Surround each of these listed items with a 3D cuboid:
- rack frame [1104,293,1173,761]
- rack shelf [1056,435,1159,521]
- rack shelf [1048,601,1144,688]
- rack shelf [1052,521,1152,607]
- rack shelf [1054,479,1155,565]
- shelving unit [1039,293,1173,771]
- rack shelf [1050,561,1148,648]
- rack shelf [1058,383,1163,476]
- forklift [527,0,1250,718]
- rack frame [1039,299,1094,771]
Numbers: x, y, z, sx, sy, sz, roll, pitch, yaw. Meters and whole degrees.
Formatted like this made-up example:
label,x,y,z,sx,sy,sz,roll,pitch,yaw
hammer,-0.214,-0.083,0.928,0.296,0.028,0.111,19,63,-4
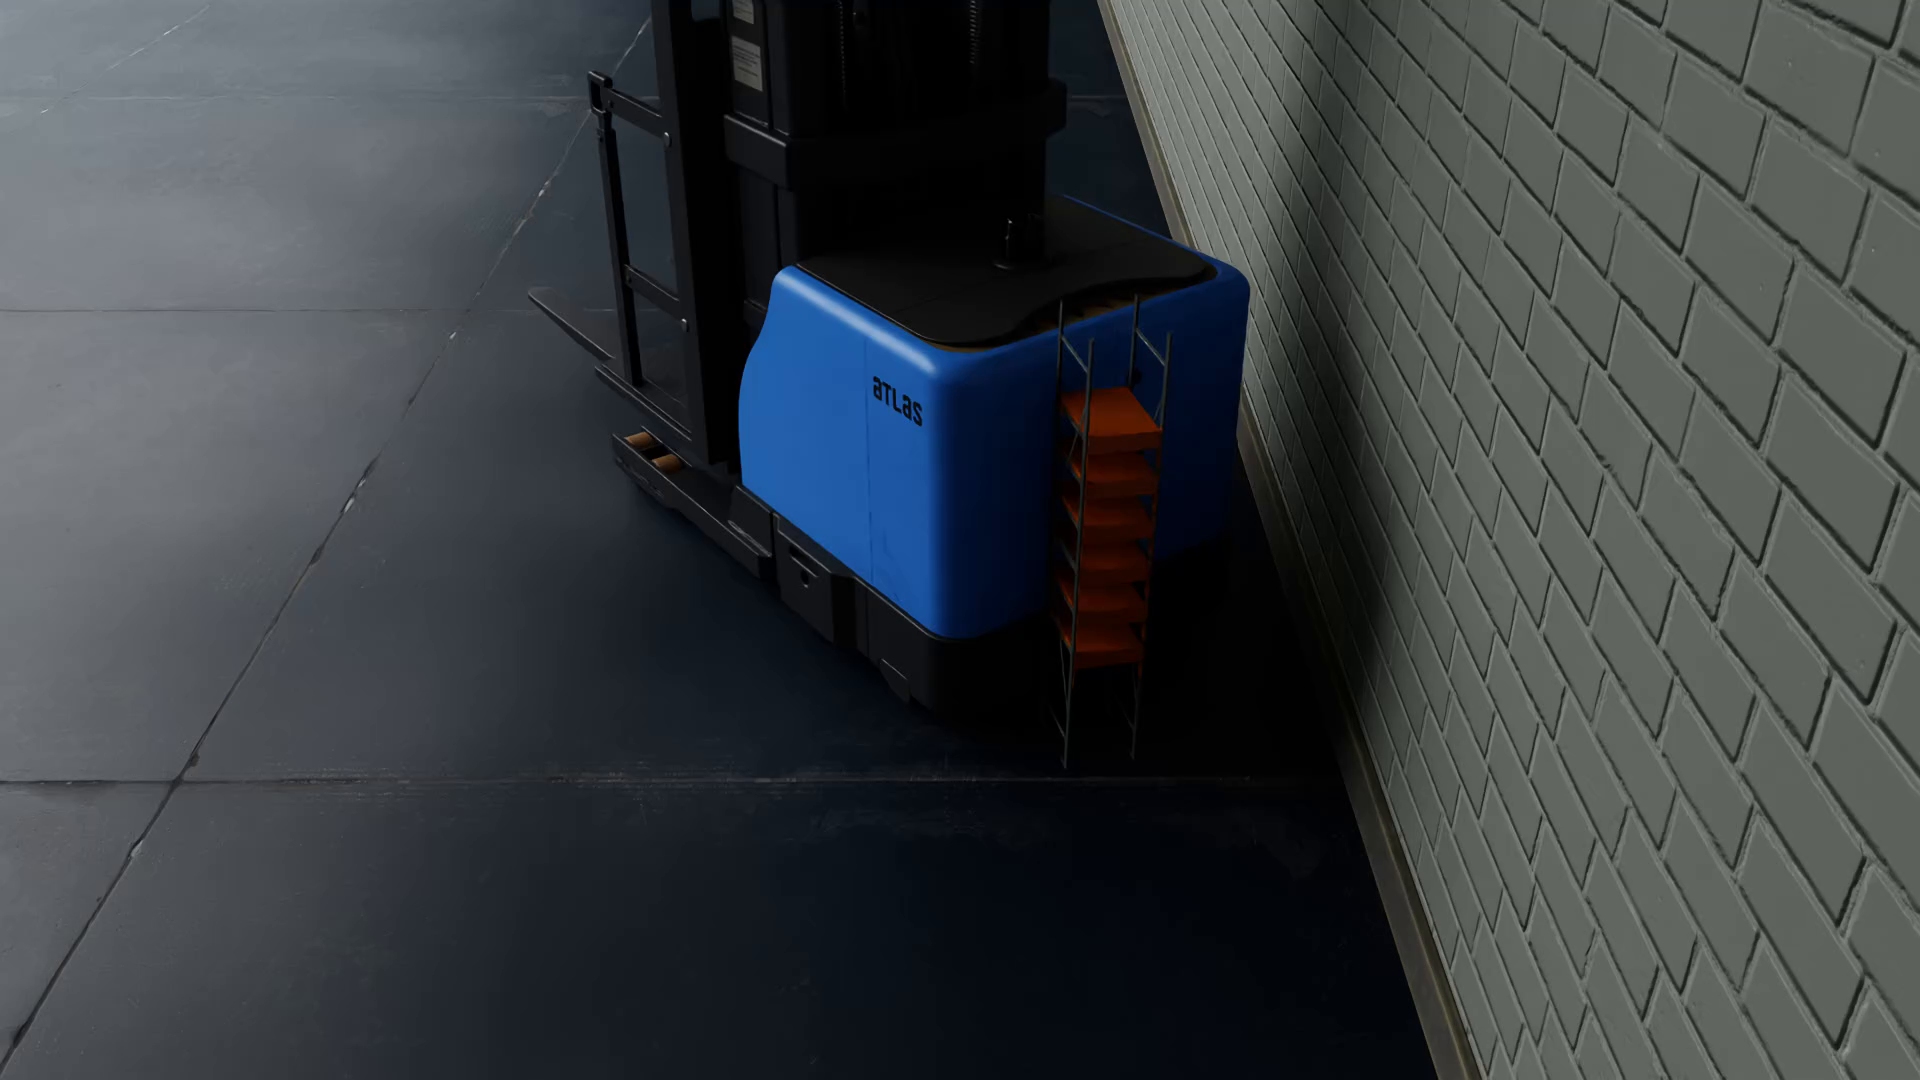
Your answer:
label,x,y,z,sx,sy,sz,roll,pitch,yaw
rack frame,0.432,-0.003,4.098,0.006,1.200,0.240,-7,32,-12
rack shelf,0.346,-0.160,3.978,0.180,0.103,0.258,-7,32,-12
rack shelf,0.339,0.251,4.225,0.180,0.103,0.258,-7,32,-12
rack shelf,0.342,0.046,4.101,0.180,0.103,0.258,-7,32,-12
rack shelf,0.344,-0.057,4.039,0.180,0.103,0.258,-7,32,-12
shelving unit,0.343,0.008,4.078,0.189,1.200,0.258,-7,32,-12
rack shelf,0.341,0.148,4.163,0.180,0.103,0.258,-7,32,-12
rack shelf,0.348,-0.263,3.916,0.180,0.103,0.258,-7,32,-12
forklift,-0.502,-1.498,4.893,1.130,2.935,3.031,-21,37,-31
rack frame,0.254,0.018,4.059,0.006,1.200,0.240,-7,32,-12
